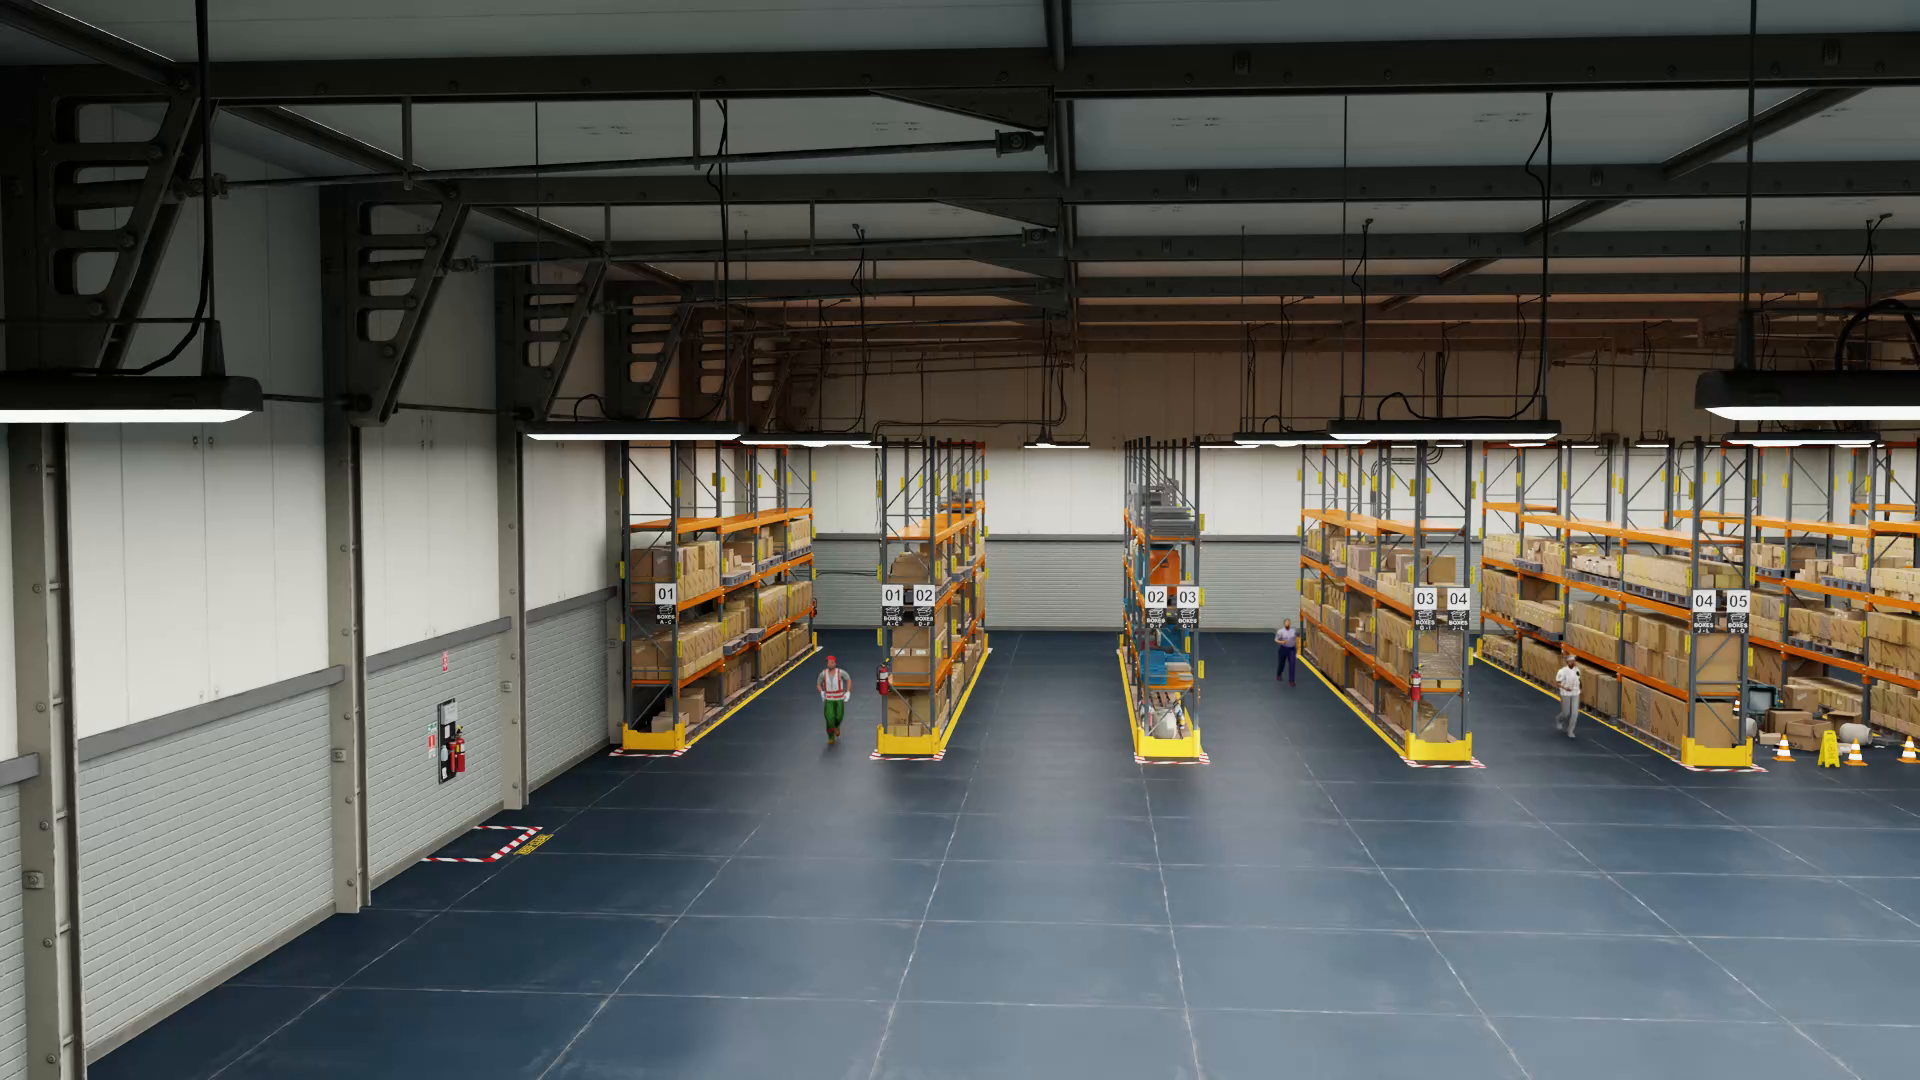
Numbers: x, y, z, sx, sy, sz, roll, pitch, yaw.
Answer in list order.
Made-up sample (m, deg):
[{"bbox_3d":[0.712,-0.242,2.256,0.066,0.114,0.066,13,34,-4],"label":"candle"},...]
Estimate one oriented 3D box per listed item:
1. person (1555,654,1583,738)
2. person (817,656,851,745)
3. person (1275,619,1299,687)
[{"bbox_3d":[12.222,3.104,33.362,0.578,1.664,0.684,0,3,-4],"label":"person"},{"bbox_3d":[-2.466,3.120,32.387,0.662,1.746,0.651,0,3,3],"label":"person"},{"bbox_3d":[7.984,2.730,40.574,0.621,1.613,0.906,0,3,-3],"label":"person"}]
